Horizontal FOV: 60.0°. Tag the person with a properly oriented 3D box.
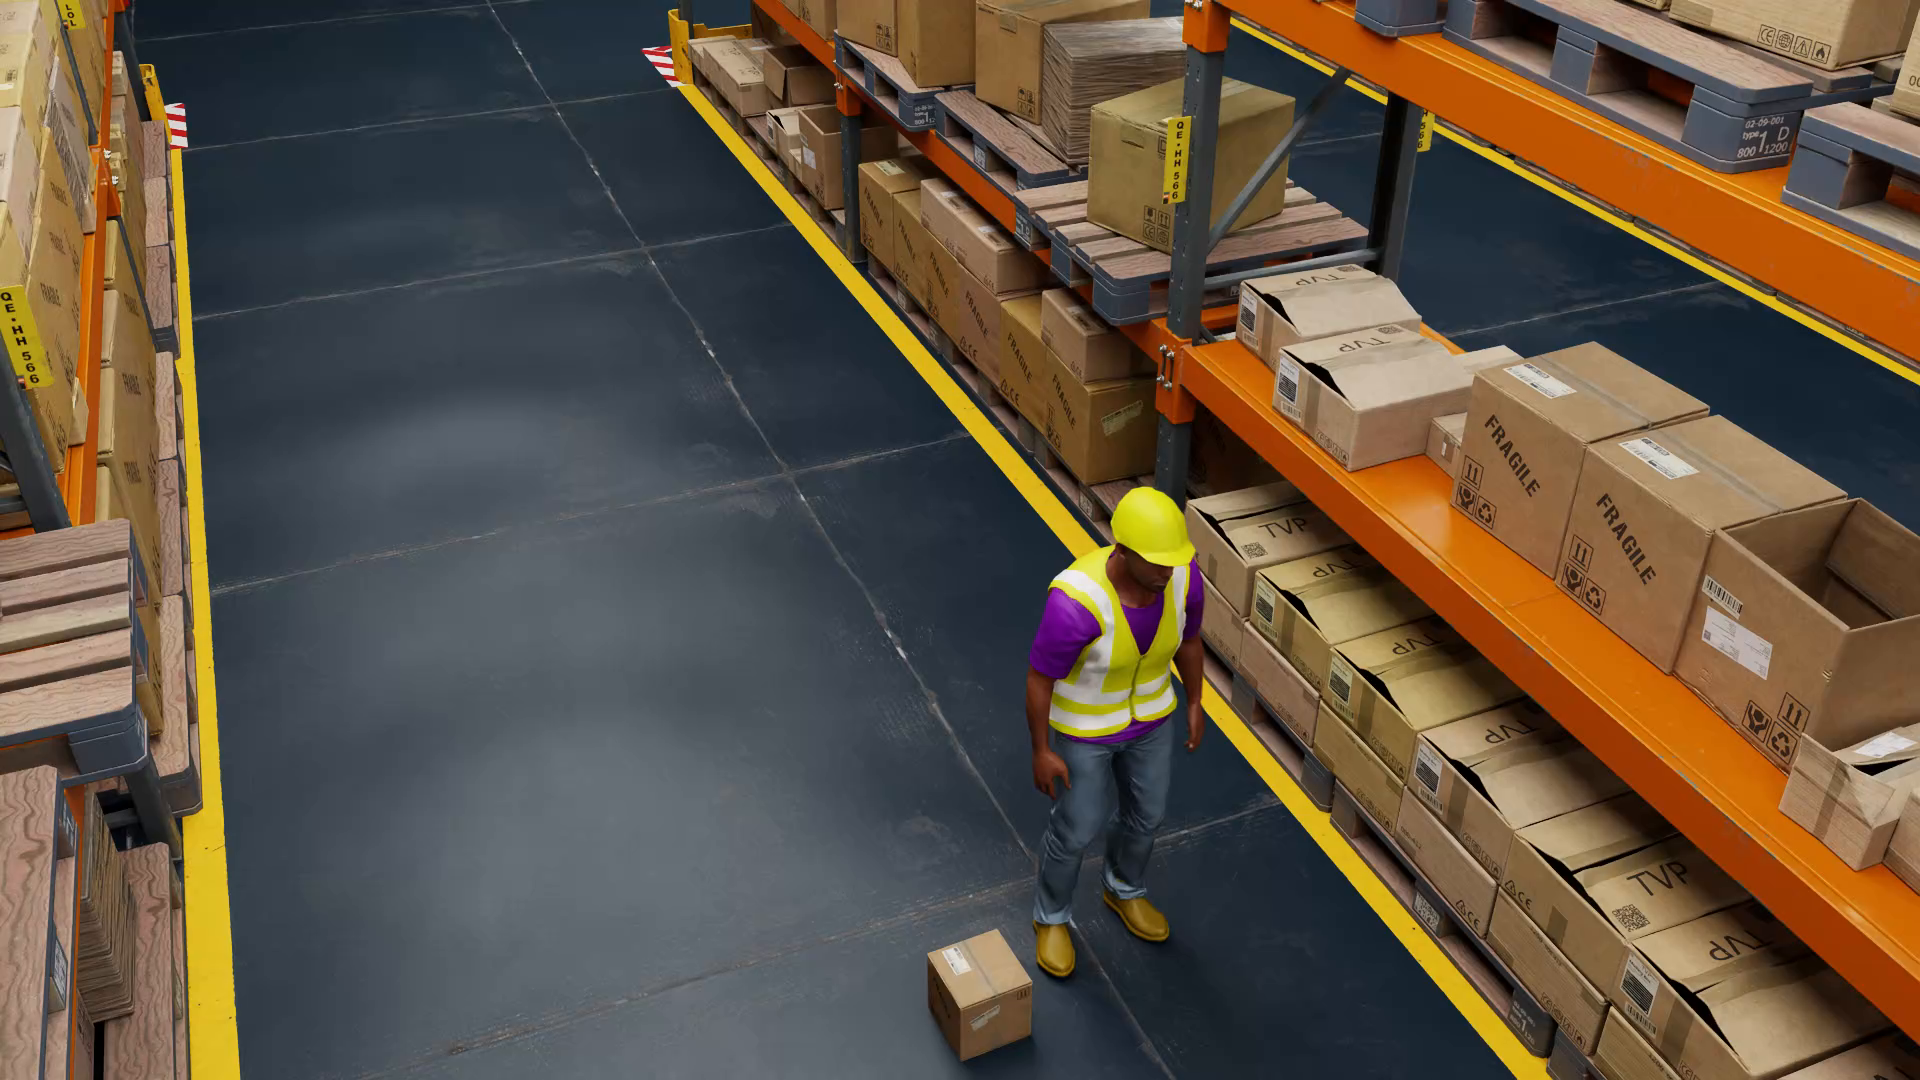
[{"bbox_3d":[0.499,0.584,5.237,0.635,1.757,0.455,-15,36,-21],"label":"person"}]
